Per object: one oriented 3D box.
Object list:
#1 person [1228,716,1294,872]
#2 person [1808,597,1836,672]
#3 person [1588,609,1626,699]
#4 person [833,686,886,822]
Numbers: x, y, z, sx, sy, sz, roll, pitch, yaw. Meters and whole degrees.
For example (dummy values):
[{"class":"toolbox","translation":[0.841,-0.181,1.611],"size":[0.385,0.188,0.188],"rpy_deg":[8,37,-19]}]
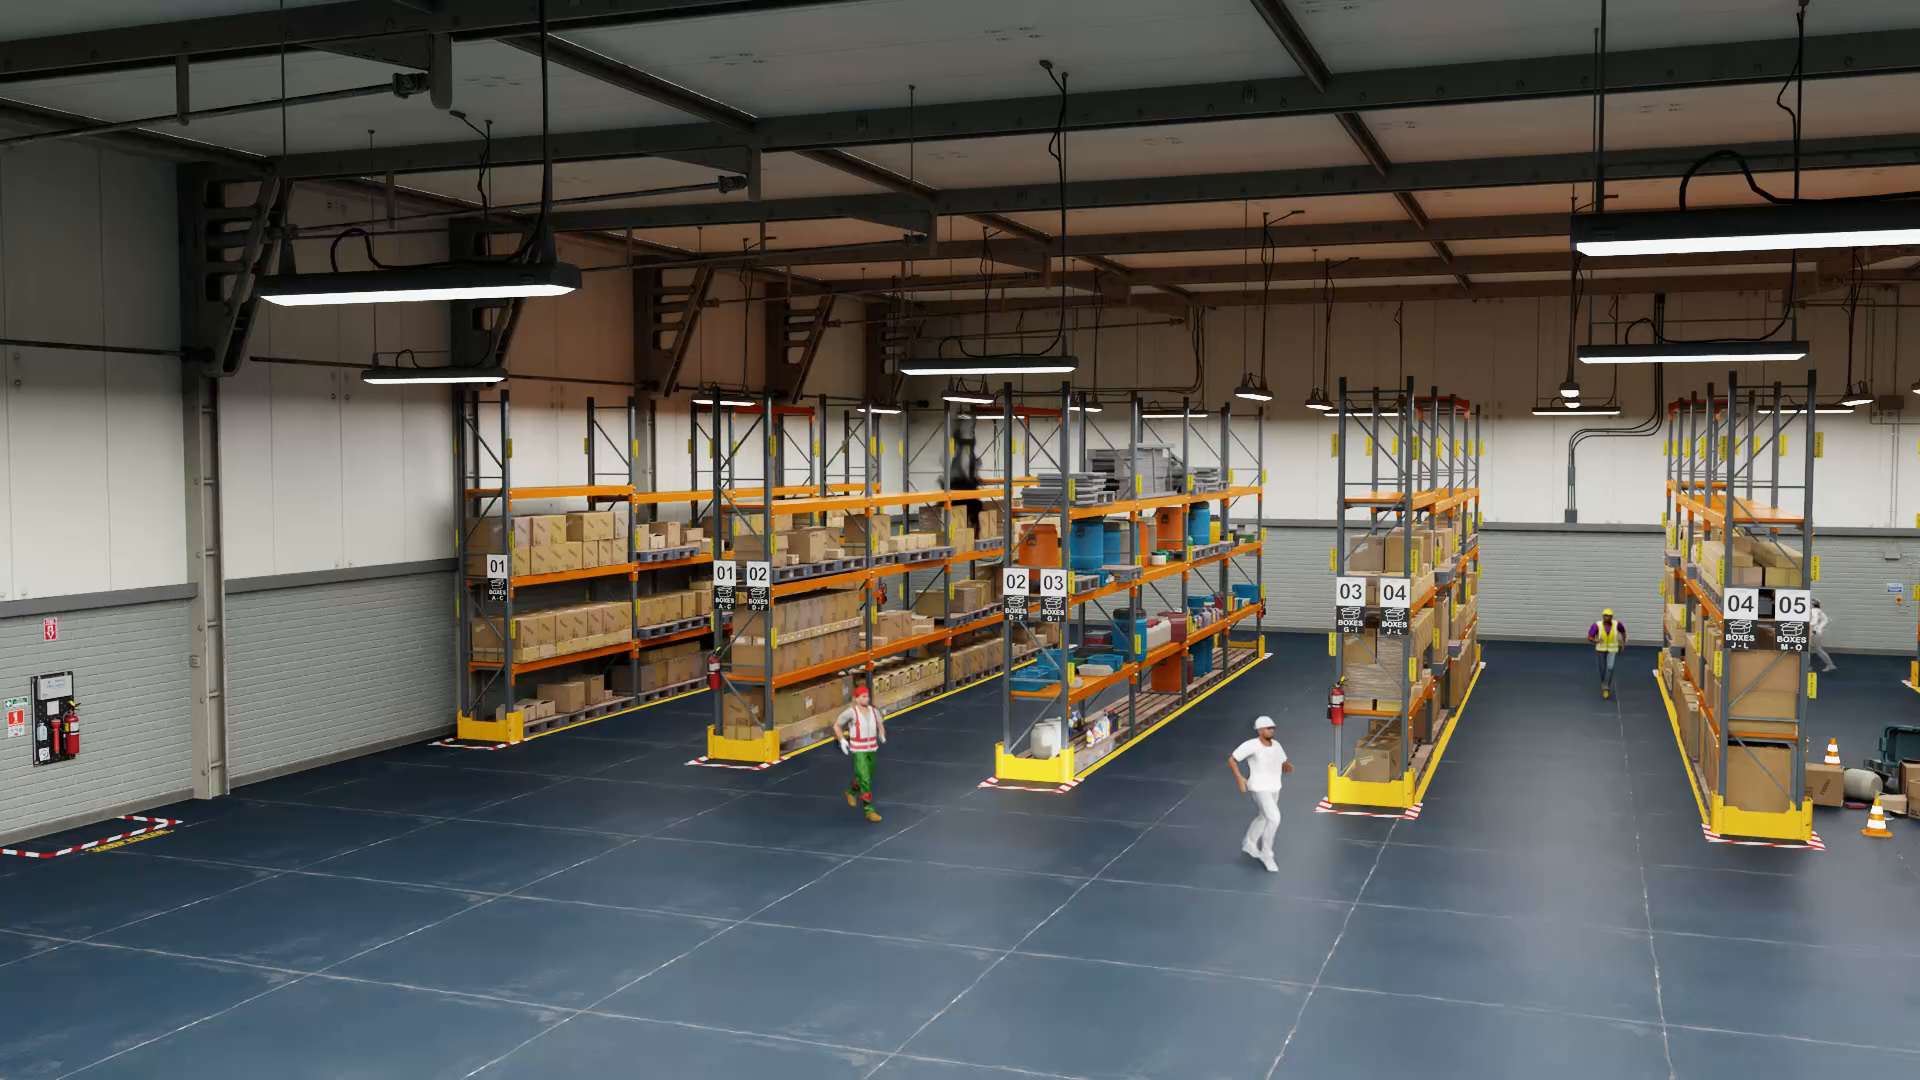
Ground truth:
[{"class":"person","translation":[3.654,3.024,19.925],"size":[0.674,1.830,0.764],"rpy_deg":[-3,4,-40]},{"class":"person","translation":[18.965,2.137,36.820],"size":[0.790,1.751,0.585],"rpy_deg":[2,4,26]},{"class":"person","translation":[13.083,2.268,33.653],"size":[0.728,1.780,1.020],"rpy_deg":[1,3,19]},{"class":"person","translation":[-1.323,2.851,22.482],"size":[0.678,1.768,0.977],"rpy_deg":[-2,4,-36]}]
